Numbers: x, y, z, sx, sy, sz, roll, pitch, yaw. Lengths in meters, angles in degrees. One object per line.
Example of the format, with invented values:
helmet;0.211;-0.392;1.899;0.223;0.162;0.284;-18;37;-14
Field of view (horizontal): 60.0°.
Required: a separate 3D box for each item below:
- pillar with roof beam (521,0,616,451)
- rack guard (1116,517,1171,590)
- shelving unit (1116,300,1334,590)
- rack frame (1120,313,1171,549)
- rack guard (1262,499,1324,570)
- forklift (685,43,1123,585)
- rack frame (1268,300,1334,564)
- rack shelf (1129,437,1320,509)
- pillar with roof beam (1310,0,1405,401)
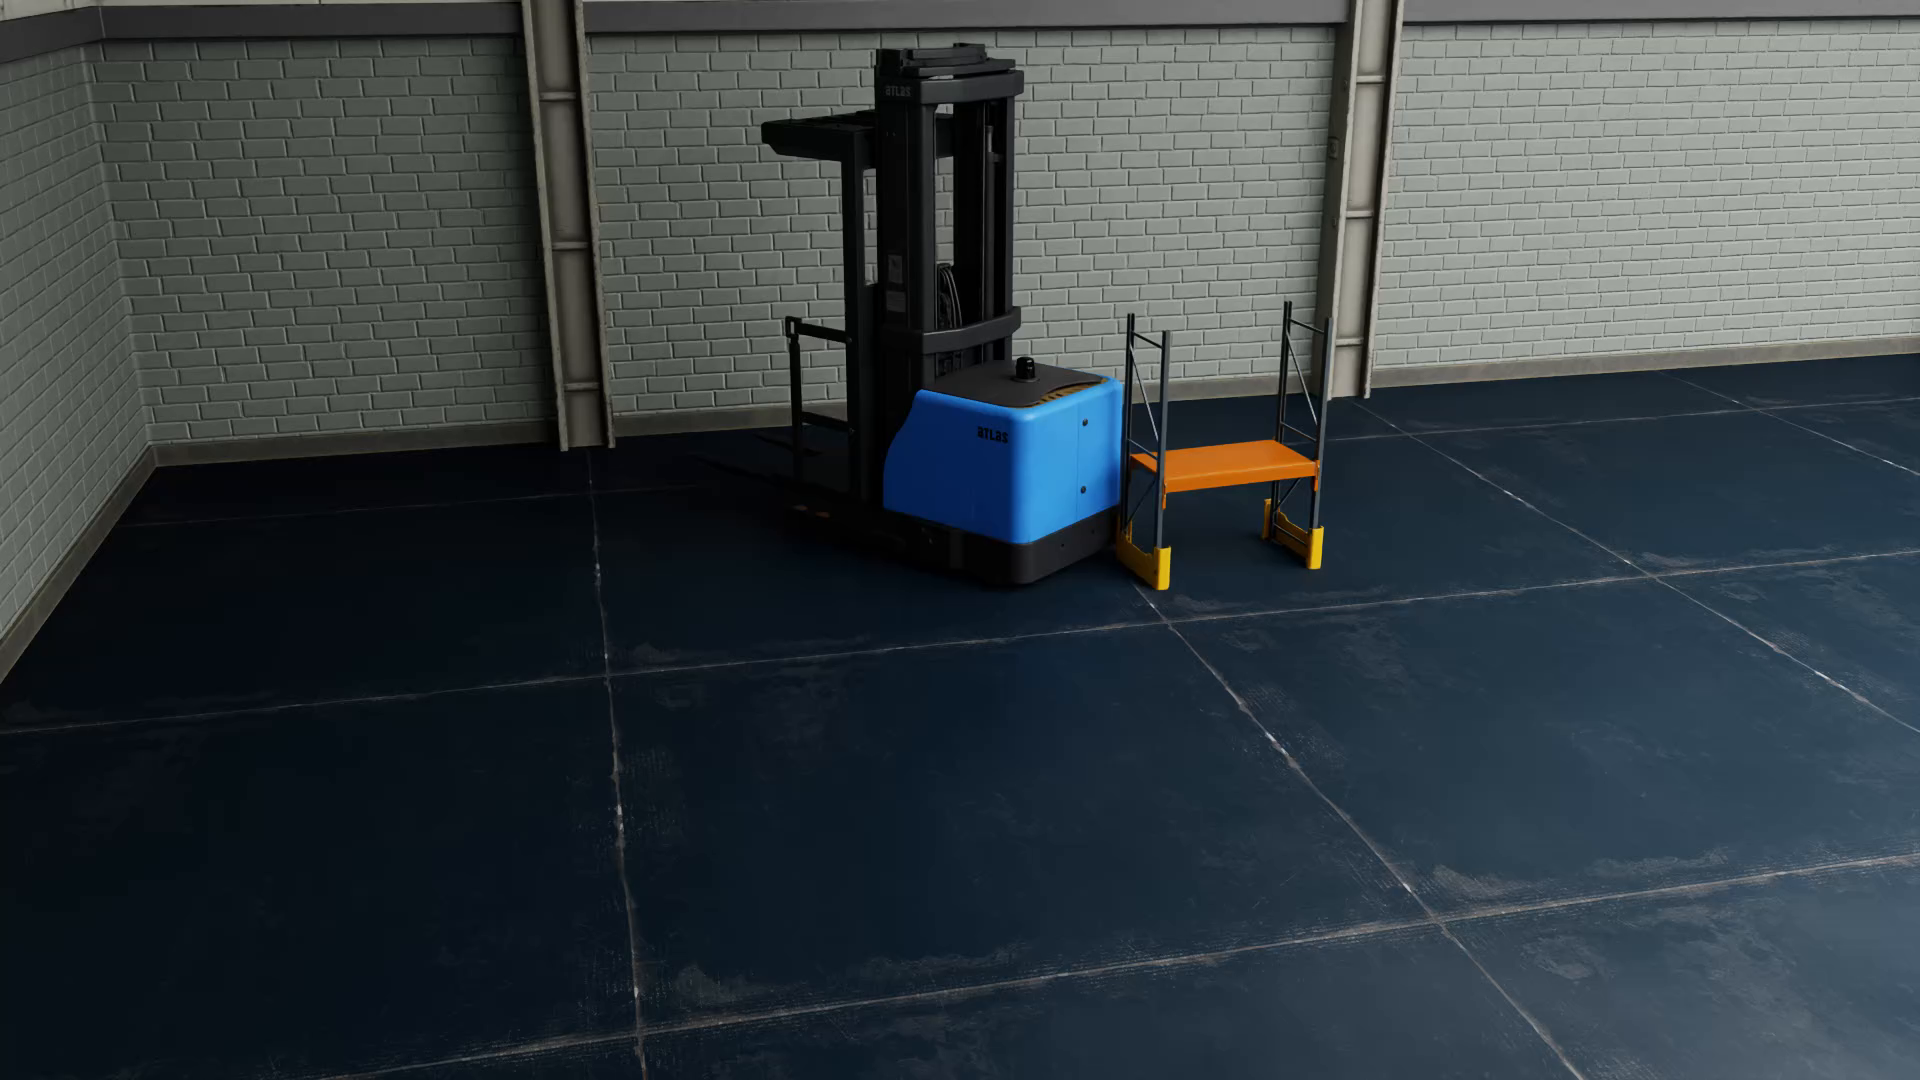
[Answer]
pillar with roof beam;-1.757;-3.496;6.776;0.400;9.000;9.100;-5;21;-12
rack guard;1.070;0.073;9.751;0.087;0.250;0.587;-7;21;-18
shelving unit;1.539;-0.571;9.692;1.083;1.500;0.587;-7;21;-18
rack frame;1.051;-0.511;9.530;0.032;1.500;0.500;-7;21;-18
rack guard;2.009;-0.041;10.063;0.087;0.250;0.587;-7;21;-18
forklift;-0.484;-1.513;10.184;3.031;2.935;1.130;16;25;37
rack frame;2.010;-0.628;9.848;0.032;1.500;0.500;-7;21;-18
rack shelf;1.531;-0.401;9.751;1.000;0.185;0.538;-7;21;-18
pillar with roof beam;4.082;-3.971;8.072;0.400;9.000;9.100;-5;21;-12
